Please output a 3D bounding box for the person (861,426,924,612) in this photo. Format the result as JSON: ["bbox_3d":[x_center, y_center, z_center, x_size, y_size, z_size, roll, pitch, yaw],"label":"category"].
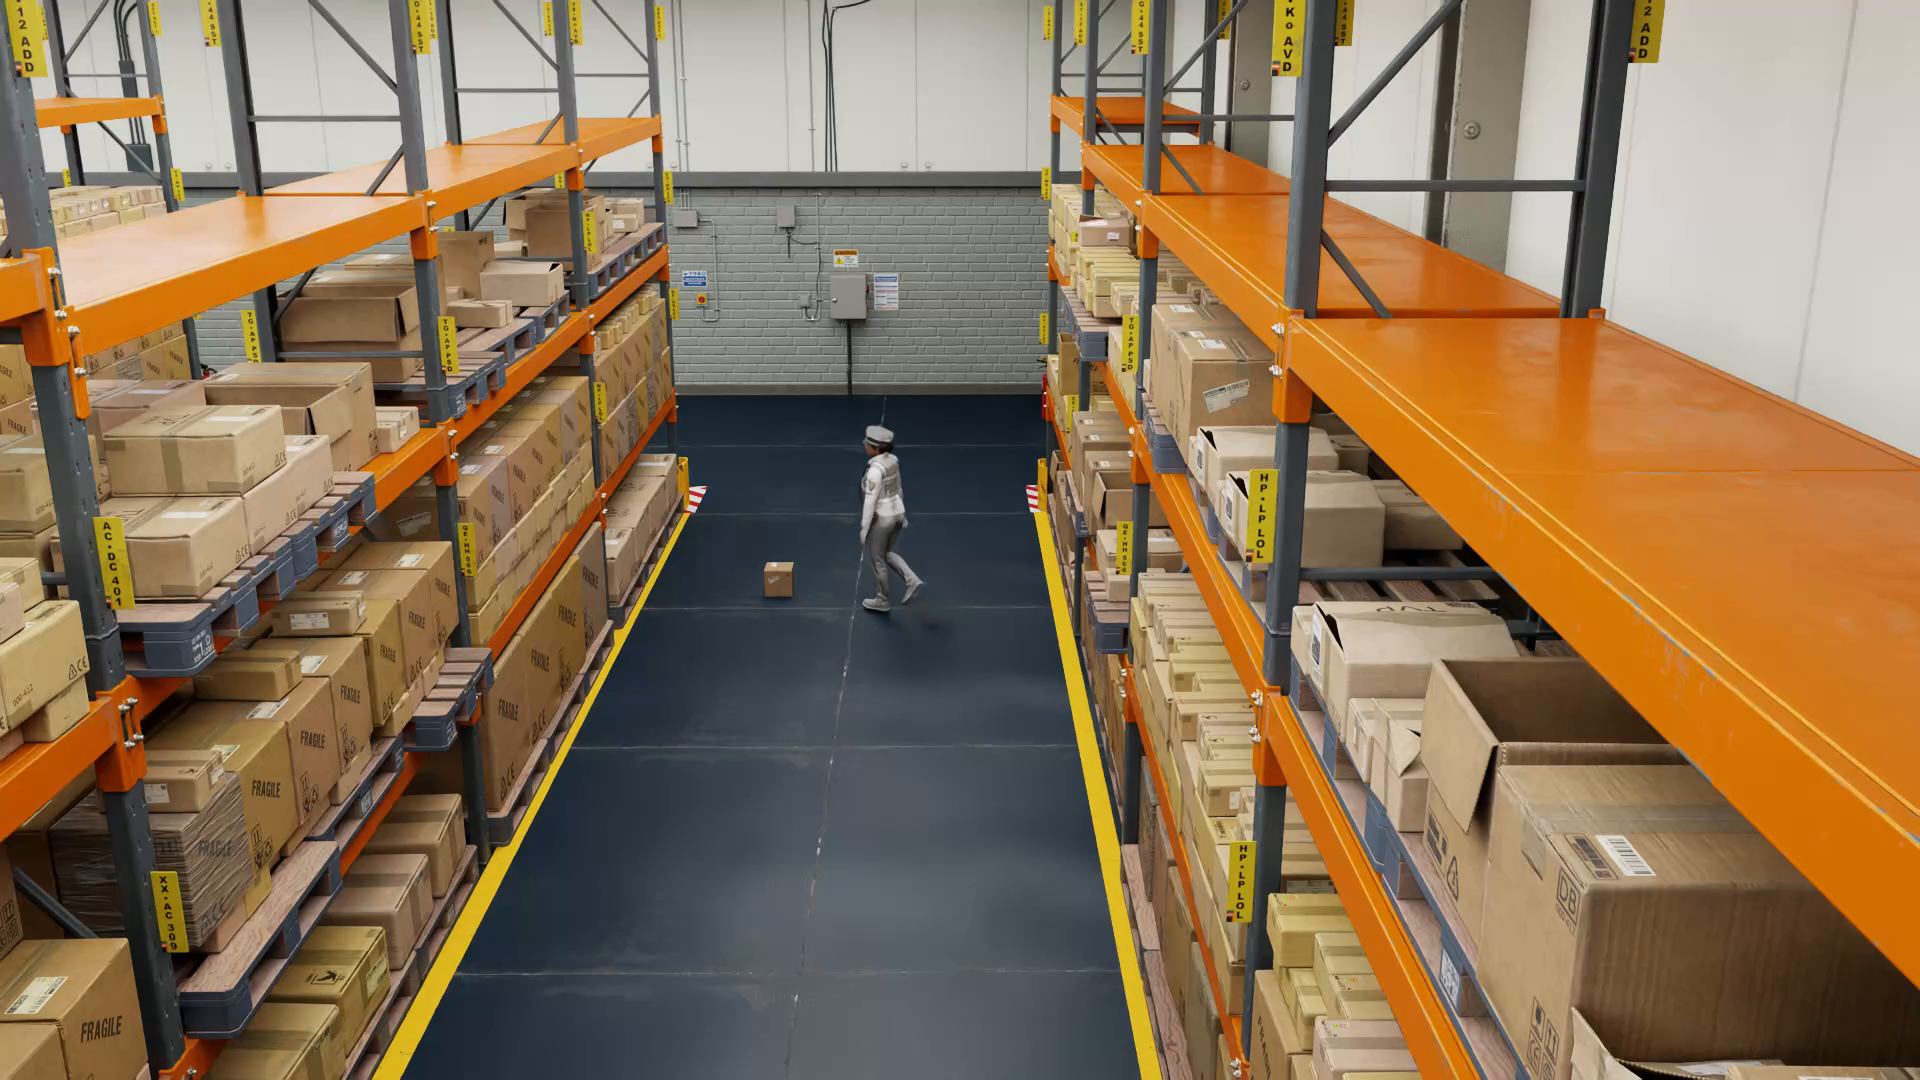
[{"bbox_3d":[-0.603,-0.172,14.548,0.576,1.659,0.349,9,19,27],"label":"person"}]
